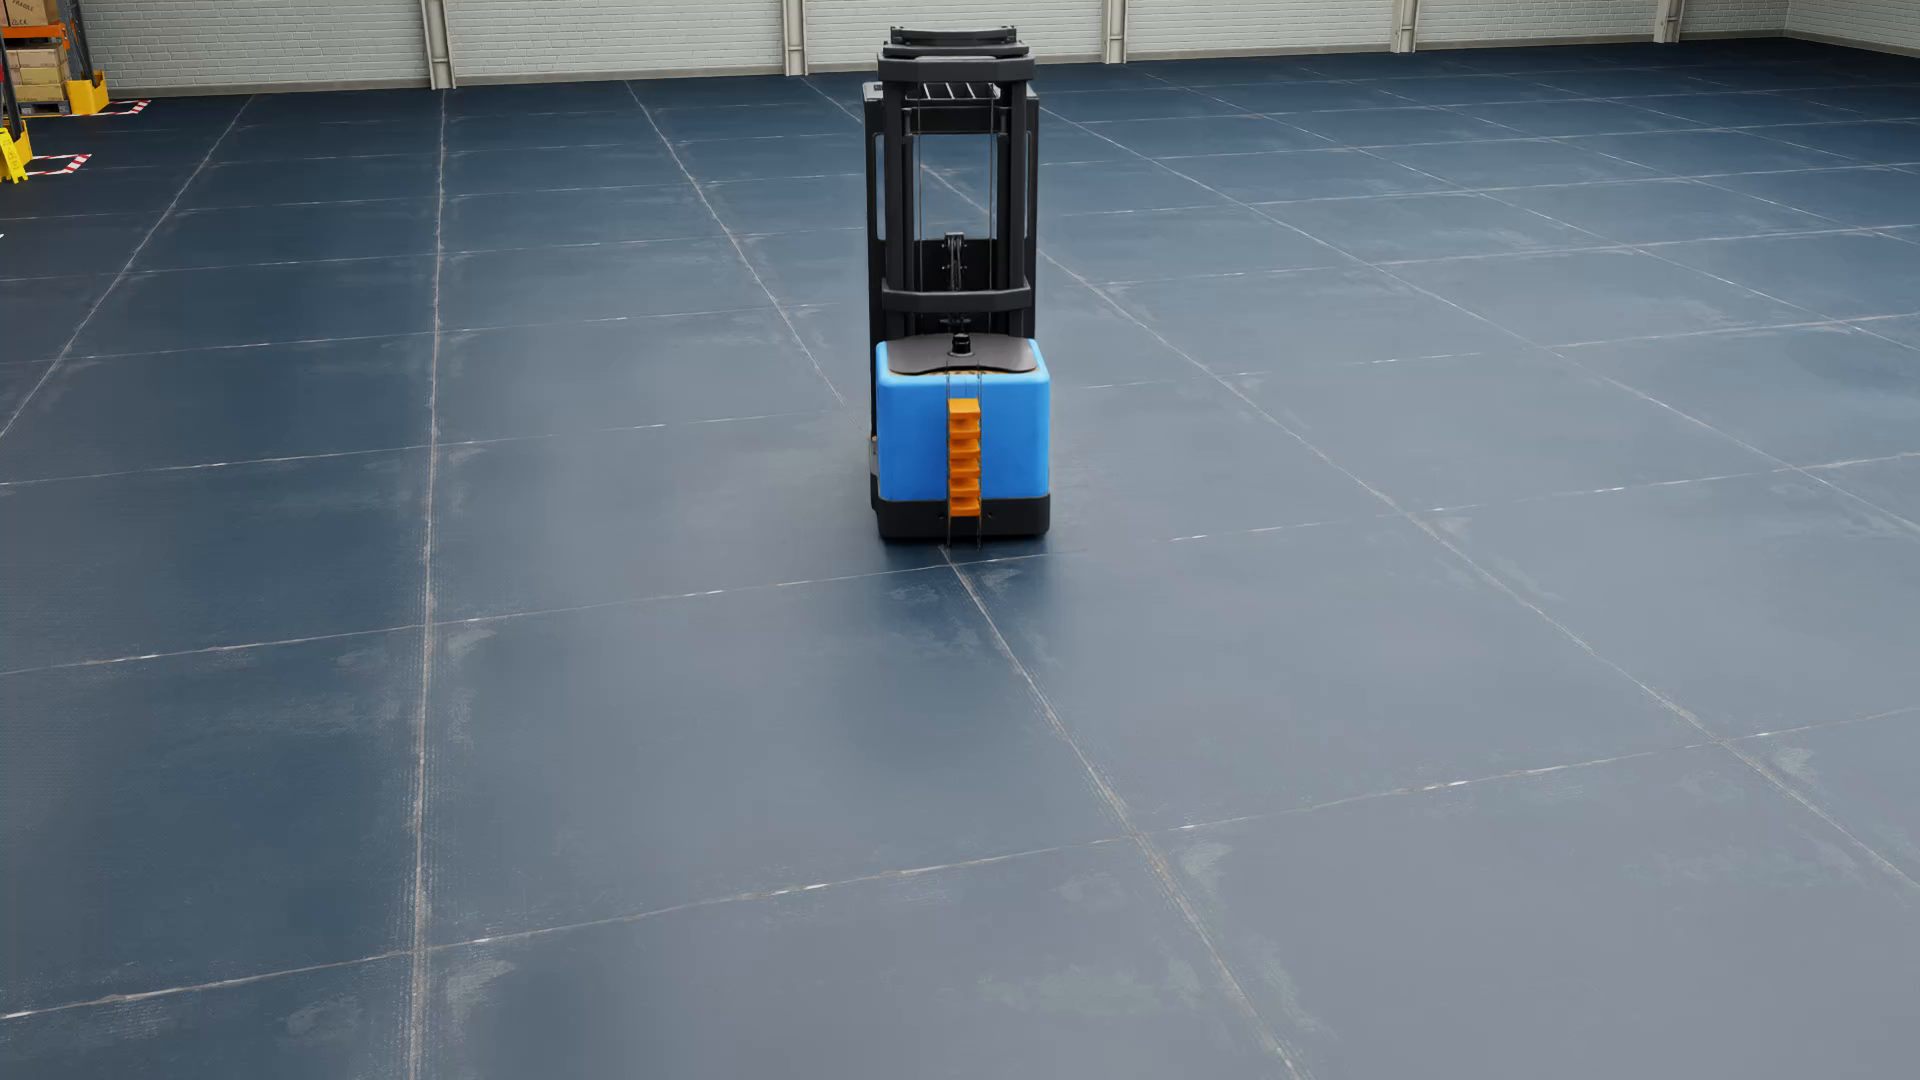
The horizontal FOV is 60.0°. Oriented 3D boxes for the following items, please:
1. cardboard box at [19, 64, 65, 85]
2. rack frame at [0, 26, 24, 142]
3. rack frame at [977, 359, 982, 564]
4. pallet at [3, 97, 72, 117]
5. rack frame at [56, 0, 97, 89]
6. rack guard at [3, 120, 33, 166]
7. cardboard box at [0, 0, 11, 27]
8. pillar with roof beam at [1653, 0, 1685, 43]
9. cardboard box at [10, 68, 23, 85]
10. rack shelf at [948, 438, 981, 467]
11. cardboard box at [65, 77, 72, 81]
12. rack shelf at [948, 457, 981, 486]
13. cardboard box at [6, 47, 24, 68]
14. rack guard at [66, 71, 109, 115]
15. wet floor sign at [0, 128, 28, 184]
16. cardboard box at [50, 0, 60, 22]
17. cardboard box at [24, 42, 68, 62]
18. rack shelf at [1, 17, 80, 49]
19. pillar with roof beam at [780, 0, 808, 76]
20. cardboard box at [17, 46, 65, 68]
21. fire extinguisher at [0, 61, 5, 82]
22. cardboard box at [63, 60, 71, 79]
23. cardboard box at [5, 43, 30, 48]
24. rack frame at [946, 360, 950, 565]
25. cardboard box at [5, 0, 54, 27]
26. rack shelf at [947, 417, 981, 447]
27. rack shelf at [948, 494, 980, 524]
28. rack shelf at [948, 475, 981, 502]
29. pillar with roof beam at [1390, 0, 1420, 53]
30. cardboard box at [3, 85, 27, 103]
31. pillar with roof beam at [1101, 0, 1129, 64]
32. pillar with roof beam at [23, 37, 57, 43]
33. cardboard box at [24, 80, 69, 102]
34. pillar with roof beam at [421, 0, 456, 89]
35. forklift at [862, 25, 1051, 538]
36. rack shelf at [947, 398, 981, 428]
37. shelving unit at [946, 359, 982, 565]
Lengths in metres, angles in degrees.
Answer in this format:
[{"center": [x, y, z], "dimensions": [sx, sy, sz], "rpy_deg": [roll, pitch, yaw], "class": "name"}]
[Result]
[{"center": [-13.943, -7.084, 25.276], "dimensions": [0.500, 0.250, 0.500], "rpy_deg": [-7, 24, -15], "class": "cardboard box"}, {"center": [-12.215, -6.211, 20.922], "dimensions": [0.127, 3.000, 1.000], "rpy_deg": [-6, 24, -14], "class": "rack frame"}, {"center": [0.113, -0.453, 9.783], "dimensions": [0.006, 1.200, 0.240], "rpy_deg": [-2, 23, -4], "class": "rack frame"}, {"center": [-14.284, -6.717, 25.635], "dimensions": [1.213, 0.211, 1.003], "rpy_deg": [-6, 24, -14], "class": "pallet"}, {"center": [-13.559, -8.095, 25.313], "dimensions": [0.127, 3.000, 1.000], "rpy_deg": [-6, 24, -14], "class": "rack frame"}, {"center": [-12.288, -5.054, 21.396], "dimensions": [0.348, 0.500, 1.175], "rpy_deg": [-6, 24, -14], "class": "rack guard"}, {"center": [-14.464, -7.937, 24.818], "dimensions": [0.500, 0.500, 0.500], "rpy_deg": [-6, 24, -13], "class": "cardboard box"}, {"center": [15.575, -12.681, 28.392], "dimensions": [0.400, 9.000, 9.100], "rpy_deg": [-6, 24, -14], "class": "pillar with roof beam"}, {"center": [-14.429, -7.035, 25.161], "dimensions": [0.500, 0.250, 0.500], "rpy_deg": [-7, 24, -15], "class": "cardboard box"}, {"center": [0.022, -0.520, 9.747], "dimensions": [0.180, 0.103, 0.258], "rpy_deg": [-2, 23, -4], "class": "rack shelf"}, {"center": [-14.085, -7.047, 25.823], "dimensions": [0.500, 0.250, 0.500], "rpy_deg": [-6, 24, -14], "class": "cardboard box"}, {"center": [0.022, -0.409, 9.795], "dimensions": [0.180, 0.103, 0.258], "rpy_deg": [-2, 23, -4], "class": "rack shelf"}, {"center": [-14.408, -7.260, 25.053], "dimensions": [0.500, 0.250, 0.500], "rpy_deg": [-6, 24, -13], "class": "cardboard box"}, {"center": [-13.536, -6.949, 25.811], "dimensions": [0.348, 0.500, 1.175], "rpy_deg": [-6, 24, -14], "class": "rack guard"}, {"center": [-11.743, -4.743, 20.486], "dimensions": [0.232, 0.644, 0.267], "rpy_deg": [2, 23, 4], "class": "wet floor sign"}, {"center": [-14.111, -8.194, 25.416], "dimensions": [0.500, 0.500, 0.500], "rpy_deg": [-6, 24, -13], "class": "cardboard box"}, {"center": [-14.073, -7.505, 25.623], "dimensions": [0.500, 0.250, 0.500], "rpy_deg": [-7, 24, -15], "class": "cardboard box"}, {"center": [-15.485, -7.552, 24.958], "dimensions": [4.000, 0.370, 1.077], "rpy_deg": [-6, 24, -14], "class": "rack shelf"}, {"center": [-1.756, -10.764, 23.924], "dimensions": [0.400, 9.000, 9.100], "rpy_deg": [-6, 24, -14], "class": "pillar with roof beam"}, {"center": [-13.918, -7.317, 25.185], "dimensions": [0.500, 0.250, 0.500], "rpy_deg": [-5, 24, -13], "class": "cardboard box"}, {"center": [-11.980, -6.013, 20.557], "dimensions": [0.183, 0.674, 0.296], "rpy_deg": [-6, 24, -14], "class": "fire extinguisher"}, {"center": [-14.068, -7.283, 25.740], "dimensions": [0.500, 0.250, 0.500], "rpy_deg": [-6, 24, -13], "class": "cardboard box"}, {"center": [-14.553, -7.450, 25.496], "dimensions": [0.500, 0.250, 0.500], "rpy_deg": [-6, 24, -14], "class": "cardboard box"}, {"center": [-0.069, -0.448, 9.771], "dimensions": [0.006, 1.200, 0.240], "rpy_deg": [-2, 23, -4], "class": "rack frame"}, {"center": [-13.962, -7.989, 24.938], "dimensions": [0.500, 0.500, 0.500], "rpy_deg": [-7, 24, -16], "class": "cardboard box"}, {"center": [0.022, -0.630, 9.700], "dimensions": [0.180, 0.103, 0.258], "rpy_deg": [-2, 23, -4], "class": "rack shelf"}, {"center": [0.022, -0.189, 9.890], "dimensions": [0.180, 0.103, 0.258], "rpy_deg": [-2, 23, -4], "class": "rack shelf"}, {"center": [0.022, -0.299, 9.842], "dimensions": [0.180, 0.103, 0.258], "rpy_deg": [-2, 23, -4], "class": "rack shelf"}, {"center": [9.798, -12.042, 26.903], "dimensions": [0.400, 9.000, 9.100], "rpy_deg": [-6, 24, -14], "class": "pillar with roof beam"}, {"center": [-14.408, -6.805, 25.261], "dimensions": [0.500, 0.250, 0.500], "rpy_deg": [-6, 24, -14], "class": "cardboard box"}, {"center": [4.021, -11.403, 25.413], "dimensions": [0.400, 9.000, 9.100], "rpy_deg": [-6, 24, -14], "class": "pillar with roof beam"}, {"center": [-13.310, -9.486, 20.945], "dimensions": [0.400, 9.000, 9.100], "rpy_deg": [-6, 24, -14], "class": "pillar with roof beam"}, {"center": [-13.926, -6.855, 25.376], "dimensions": [0.500, 0.250, 0.500], "rpy_deg": [-6, 24, -14], "class": "cardboard box"}, {"center": [-7.533, -10.125, 22.435], "dimensions": [0.400, 9.000, 9.100], "rpy_deg": [-6, 24, -14], "class": "pillar with roof beam"}, {"center": [-0.069, -1.901, 10.962], "dimensions": [1.130, 2.935, 3.031], "rpy_deg": [-2, 23, -4], "class": "forklift"}, {"center": [0.022, -0.740, 9.652], "dimensions": [0.180, 0.103, 0.258], "rpy_deg": [-2, 23, -4], "class": "rack shelf"}, {"center": [0.022, -0.450, 9.777], "dimensions": [0.189, 1.200, 0.258], "rpy_deg": [-2, 23, -4], "class": "shelving unit"}]
